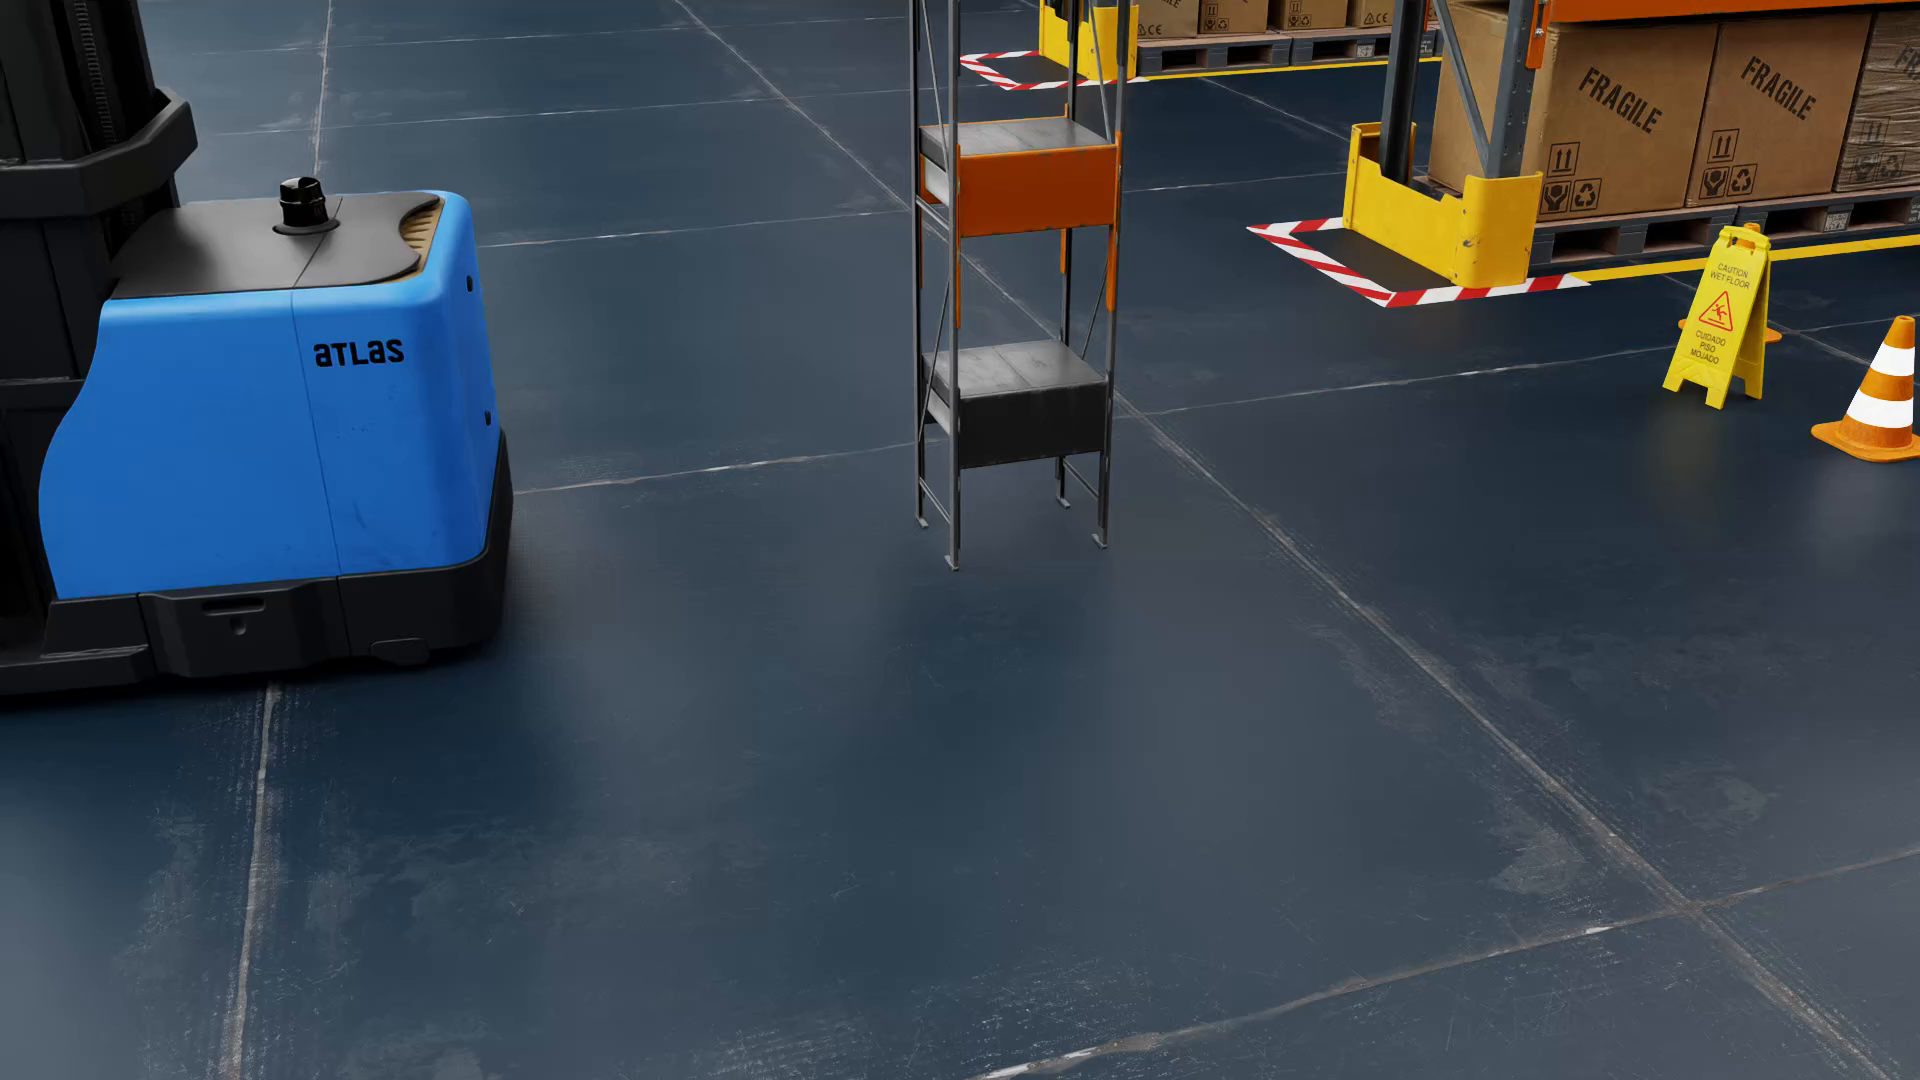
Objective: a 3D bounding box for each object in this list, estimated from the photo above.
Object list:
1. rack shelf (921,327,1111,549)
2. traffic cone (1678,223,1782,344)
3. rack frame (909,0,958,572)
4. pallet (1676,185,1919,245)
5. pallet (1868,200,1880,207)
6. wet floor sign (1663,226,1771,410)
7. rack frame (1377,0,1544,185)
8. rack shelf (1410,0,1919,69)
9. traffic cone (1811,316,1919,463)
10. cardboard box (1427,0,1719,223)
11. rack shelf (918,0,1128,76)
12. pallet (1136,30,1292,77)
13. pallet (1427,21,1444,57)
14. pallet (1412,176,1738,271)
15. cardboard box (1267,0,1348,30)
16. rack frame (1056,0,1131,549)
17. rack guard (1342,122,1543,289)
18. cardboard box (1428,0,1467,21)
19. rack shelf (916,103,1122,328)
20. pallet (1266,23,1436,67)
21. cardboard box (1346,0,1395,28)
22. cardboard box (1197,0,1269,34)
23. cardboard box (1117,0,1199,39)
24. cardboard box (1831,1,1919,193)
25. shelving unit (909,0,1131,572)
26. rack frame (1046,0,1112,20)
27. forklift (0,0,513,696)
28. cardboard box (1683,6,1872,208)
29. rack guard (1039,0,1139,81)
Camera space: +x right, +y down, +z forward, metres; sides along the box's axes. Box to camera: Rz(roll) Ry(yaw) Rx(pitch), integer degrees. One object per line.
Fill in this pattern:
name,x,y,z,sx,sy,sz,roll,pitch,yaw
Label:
rack shelf,0.157,-0.324,5.146,0.480,0.518,0.431,-8,28,-16
traffic cone,3.245,-1.084,6.913,0.334,0.463,0.336,-8,28,-16
rack frame,-0.075,-0.930,4.761,0.015,2.100,0.400,-8,28,-16
pallet,4.194,-1.808,8.655,1.213,0.211,1.003,-8,28,-16
pallet,5.357,-1.978,8.997,1.213,0.211,1.003,-8,28,-16
wet floor sign,2.886,-0.852,6.241,0.232,0.644,0.267,-13,29,-25
rack frame,2.300,-2.748,7.411,0.127,3.000,1.000,-8,28,-16
rack shelf,4.202,-2.701,8.126,4.000,0.370,1.077,-8,28,-16
traffic cone,3.272,-0.560,5.857,0.334,0.463,0.336,-8,28,-16
cardboard box,2.925,-2.105,8.035,0.875,0.875,0.875,-8,28,-16
rack shelf,0.157,-1.578,4.524,0.480,0.518,0.431,-8,28,-16
pallet,1.716,-3.717,12.500,1.213,0.211,1.003,-8,28,-16
pallet,4.036,-4.053,13.177,1.213,0.211,1.003,-8,28,-16
pallet,3.036,-1.642,8.320,1.213,0.211,1.003,-8,28,-16
cardboard box,2.618,-4.181,12.638,0.500,0.500,0.500,-6,27,-11
rack frame,0.389,-0.997,4.897,0.015,2.100,0.400,-8,28,-16
rack guard,2.278,-1.625,7.961,0.348,0.500,1.175,-8,28,-16
cardboard box,3.729,-4.358,12.993,0.500,0.500,0.500,0,26,0
rack shelf,0.157,-0.951,4.835,0.480,0.518,0.431,-8,28,-16
pallet,2.874,-3.884,12.835,1.213,0.211,1.003,-8,28,-16
cardboard box,3.163,-4.239,12.754,0.500,0.500,0.500,-11,28,-21
cardboard box,2.017,-4.103,12.480,0.500,0.500,0.500,-1,26,-3
cardboard box,1.459,-4.006,12.285,0.500,0.500,0.500,-3,27,-7
cardboard box,4.628,-2.352,8.532,0.875,0.875,0.875,-8,28,-16
shelving unit,0.157,-0.963,4.829,0.503,2.100,0.431,-8,28,-16
rack frame,0.861,-4.859,11.664,0.127,3.000,1.000,-8,28,-16
forklift,-2.844,-1.067,4.102,3.031,2.935,1.130,-5,27,-10
cardboard box,3.761,-2.227,8.281,0.875,0.875,0.875,-9,28,-17
rack guard,0.933,-3.750,12.241,0.348,0.500,1.175,-8,28,-16
